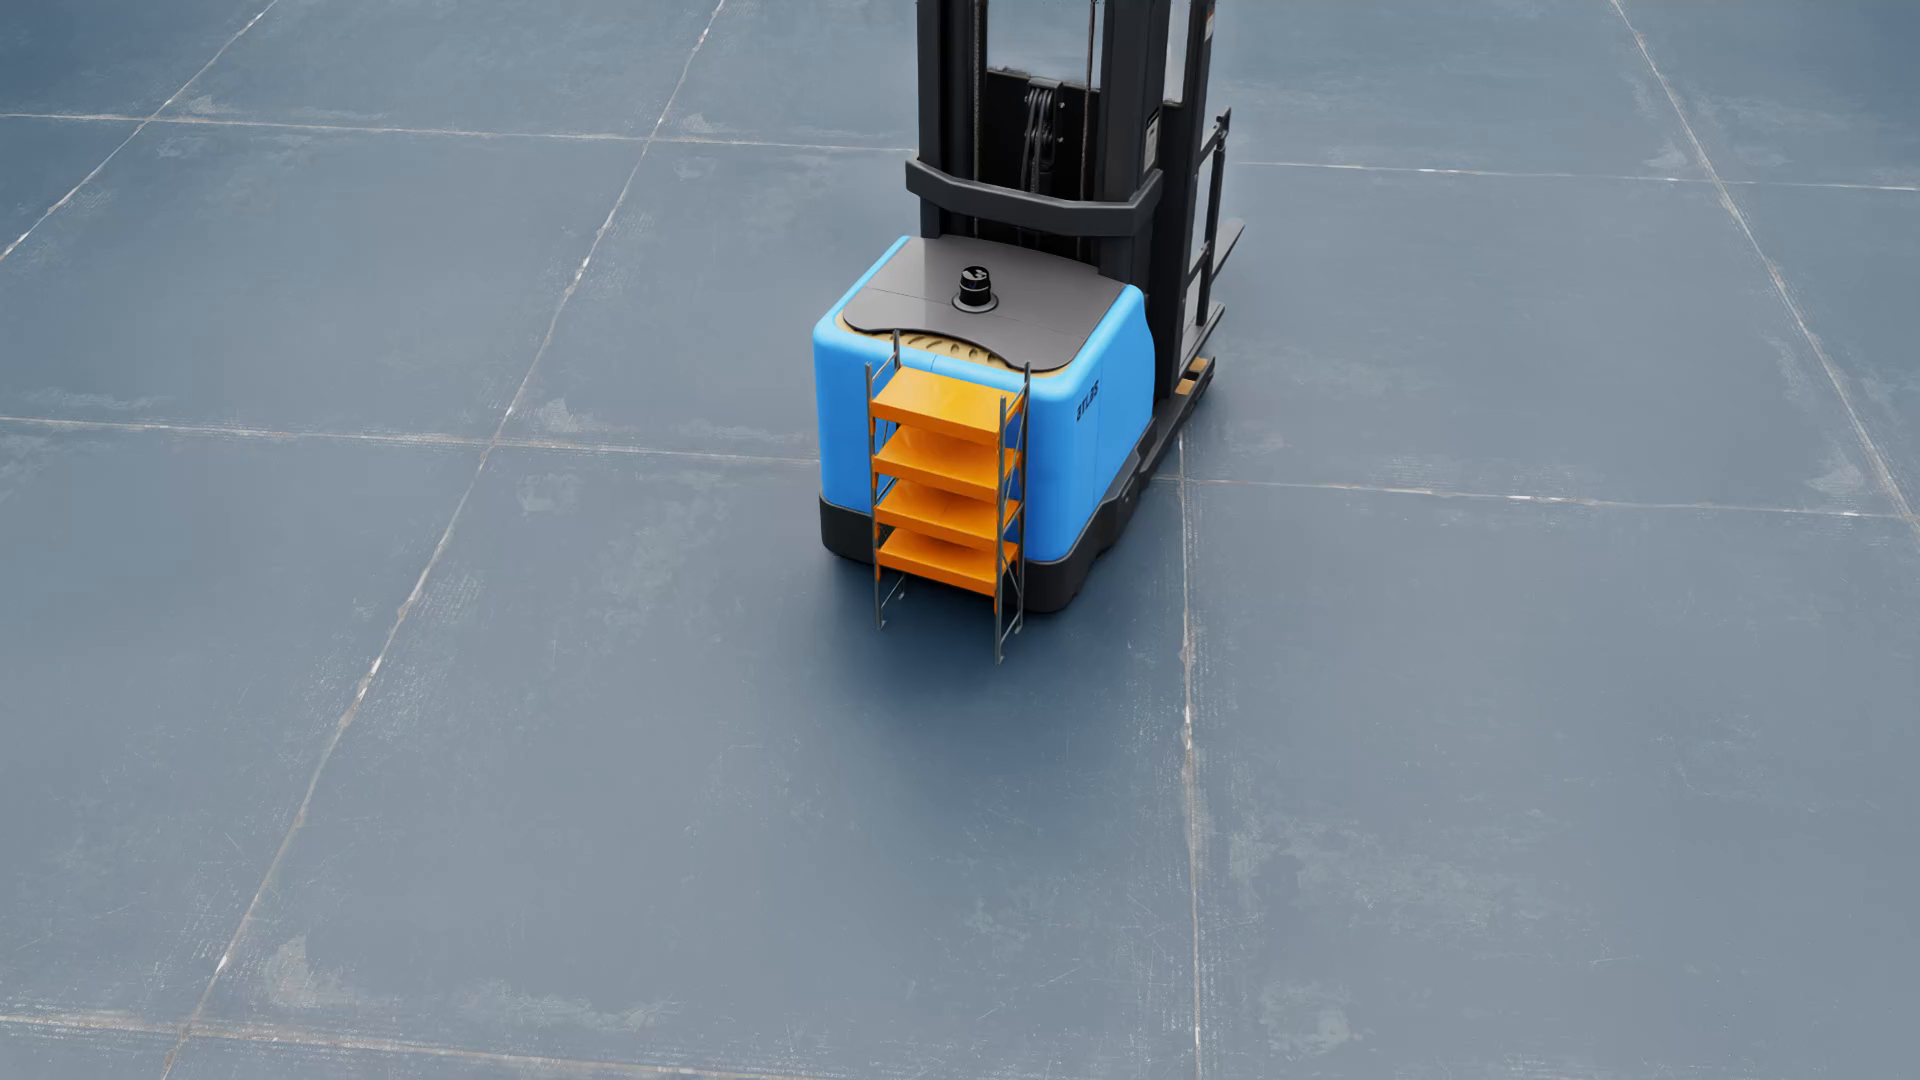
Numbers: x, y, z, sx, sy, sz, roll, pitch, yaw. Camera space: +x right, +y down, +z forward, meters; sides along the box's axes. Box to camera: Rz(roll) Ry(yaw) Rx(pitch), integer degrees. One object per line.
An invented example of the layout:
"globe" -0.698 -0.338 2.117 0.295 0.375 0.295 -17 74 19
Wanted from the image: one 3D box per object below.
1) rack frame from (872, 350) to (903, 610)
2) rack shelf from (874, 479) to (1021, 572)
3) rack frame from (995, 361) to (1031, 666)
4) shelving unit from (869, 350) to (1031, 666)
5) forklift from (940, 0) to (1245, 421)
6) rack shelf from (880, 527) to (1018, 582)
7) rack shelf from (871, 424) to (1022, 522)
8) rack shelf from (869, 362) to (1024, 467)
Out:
"rack frame" -0.264 -0.189 6.032 0.006 1.046 0.228 15 42 18
"rack shelf" -0.040 -0.076 6.000 0.480 0.148 0.258 15 42 18
"rack frame" 0.184 -0.067 5.882 0.015 1.200 0.240 15 42 18
"shelving unit" -0.038 -0.128 5.957 0.499 1.200 0.258 15 42 18
"forklift" 0.514 -1.791 6.628 1.121 2.935 3.031 16 42 18
"rack shelf" -0.040 0.036 6.092 0.457 0.021 0.221 15 42 18
"rack shelf" -0.040 -0.250 5.859 0.480 0.148 0.258 15 42 18
"rack shelf" -0.040 -0.433 5.709 0.480 0.148 0.258 15 42 18
